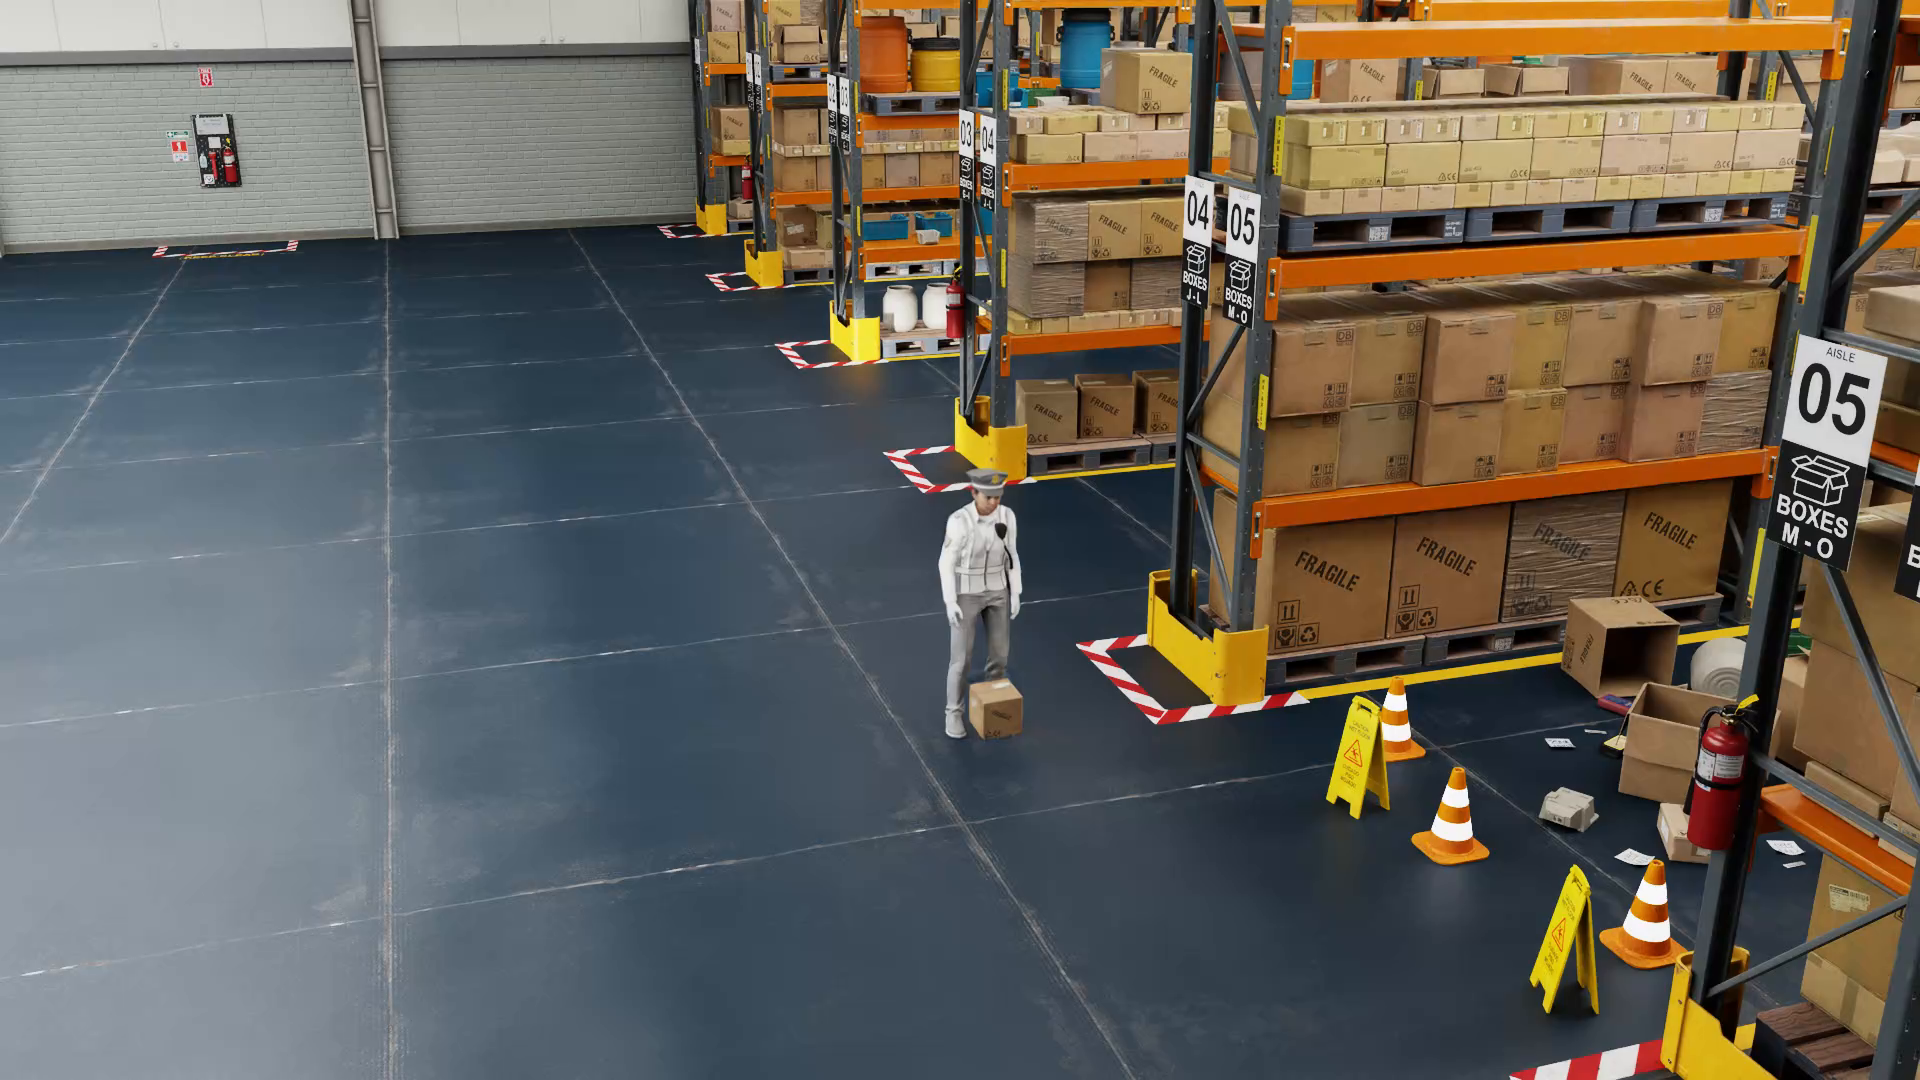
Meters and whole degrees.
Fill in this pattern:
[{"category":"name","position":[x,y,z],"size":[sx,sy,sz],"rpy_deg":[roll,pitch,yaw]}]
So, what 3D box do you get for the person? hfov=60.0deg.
[{"category":"person","position":[0.129,0.354,10.053],"size":[0.513,1.665,0.360],"rpy_deg":[-7,21,-19]}]
